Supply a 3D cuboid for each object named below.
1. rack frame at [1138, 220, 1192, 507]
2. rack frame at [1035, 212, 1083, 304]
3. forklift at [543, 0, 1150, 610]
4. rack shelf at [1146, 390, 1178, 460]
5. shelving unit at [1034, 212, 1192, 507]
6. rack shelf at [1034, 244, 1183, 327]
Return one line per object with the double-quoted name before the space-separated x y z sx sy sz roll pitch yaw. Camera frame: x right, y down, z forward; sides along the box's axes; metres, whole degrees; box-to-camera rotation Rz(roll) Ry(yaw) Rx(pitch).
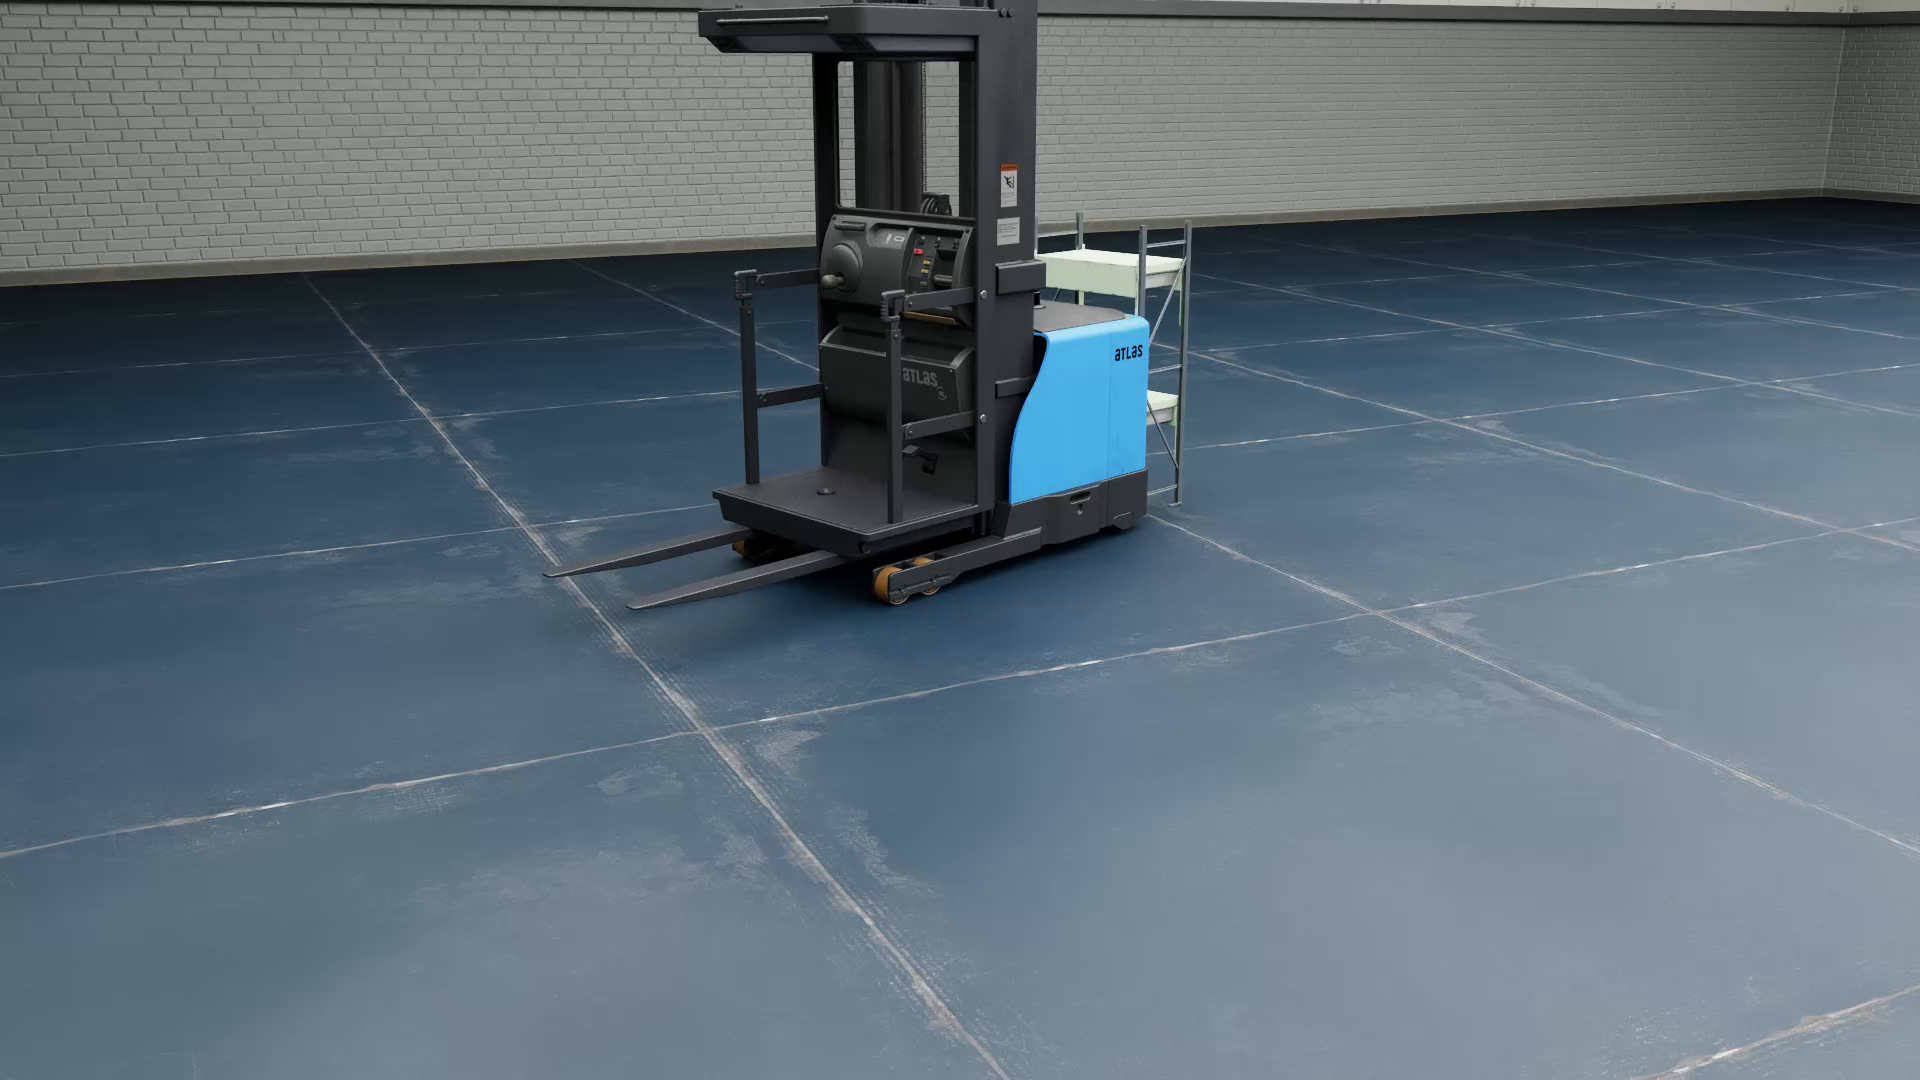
"rack frame" 1.039 -0.877 8.588 0.023 1.500 0.400 15 22 43
"rack frame" 0.520 -1.019 9.084 0.023 1.500 0.400 15 22 43
"forklift" -0.445 -1.286 7.417 1.130 2.935 3.031 15 22 43
"rack shelf" 0.780 -0.635 8.926 0.720 0.370 0.431 15 22 43
"shelving unit" 0.780 -0.948 8.836 0.755 1.500 0.431 15 22 43
"rack shelf" 0.780 -1.323 8.728 0.720 0.370 0.431 15 22 43
